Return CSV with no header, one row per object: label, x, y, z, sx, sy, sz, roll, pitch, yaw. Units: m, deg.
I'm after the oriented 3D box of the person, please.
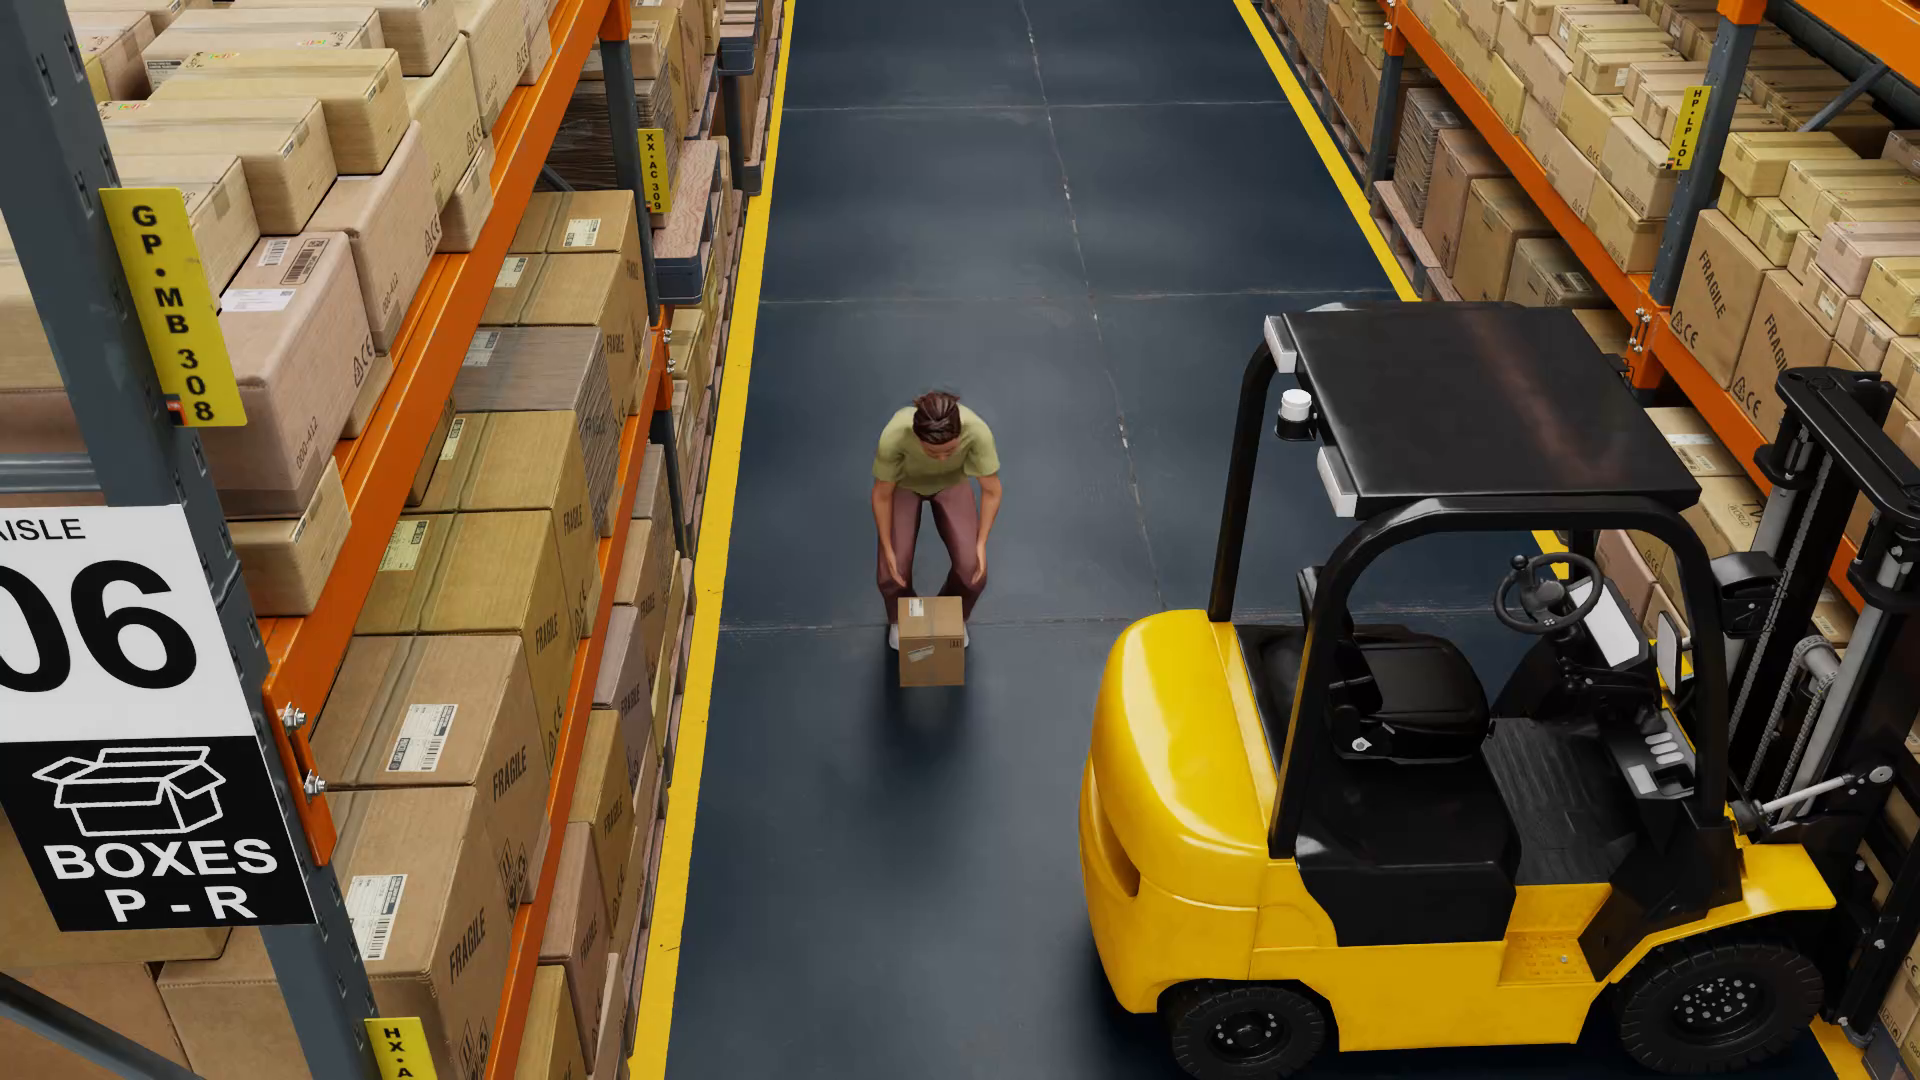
person,-0.095,-0.112,6.628,0.512,1.307,0.681,-1,35,-2
